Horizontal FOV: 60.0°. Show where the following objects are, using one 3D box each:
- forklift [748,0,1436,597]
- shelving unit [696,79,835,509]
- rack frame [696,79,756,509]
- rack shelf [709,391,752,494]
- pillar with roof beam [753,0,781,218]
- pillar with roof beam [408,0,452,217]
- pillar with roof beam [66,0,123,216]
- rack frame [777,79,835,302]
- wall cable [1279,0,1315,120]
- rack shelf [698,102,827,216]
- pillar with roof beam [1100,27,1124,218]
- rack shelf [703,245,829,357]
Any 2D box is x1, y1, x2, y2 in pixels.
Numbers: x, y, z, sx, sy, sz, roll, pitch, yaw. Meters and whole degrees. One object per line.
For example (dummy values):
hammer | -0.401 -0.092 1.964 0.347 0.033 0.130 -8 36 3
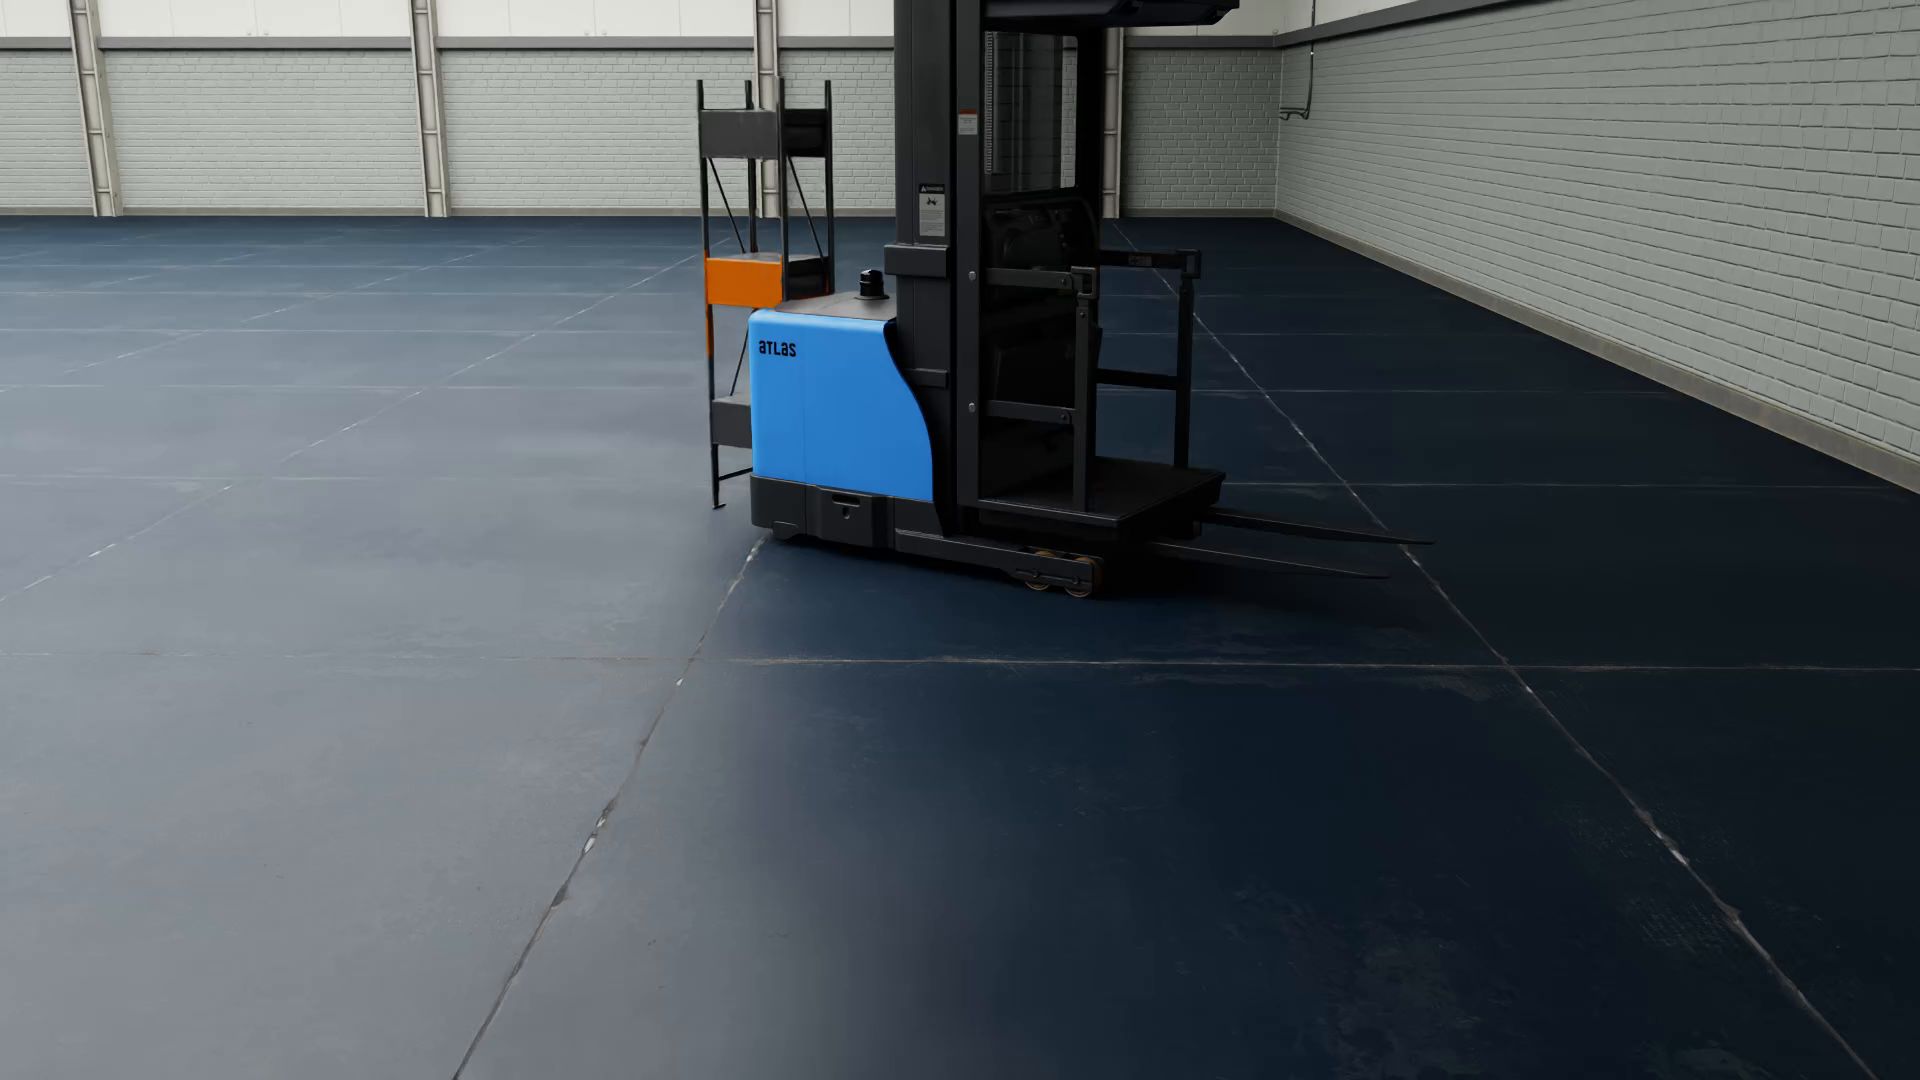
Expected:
forklift | 0.535 -1.332 7.144 3.031 2.935 1.130 9 17 31
shelving unit | -0.938 -1.184 8.211 0.503 2.100 0.431 9 17 31
rack frame | -1.144 -1.217 8.336 0.015 2.100 0.400 9 17 31
rack shelf | -0.938 -0.494 8.393 0.480 0.518 0.431 9 17 31
pillar with roof beam | -3.481 -9.031 24.432 0.400 9.000 9.100 0 15 1
pillar with roof beam | -9.479 -9.070 24.580 0.400 9.000 9.100 0 15 1
pillar with roof beam | -15.477 -9.110 24.728 0.400 9.000 9.100 0 15 1
rack frame | -0.731 -1.151 8.086 0.015 2.100 0.400 9 17 31
wall cable | 5.538 -8.232 27.490 0.112 2.526 3.097 0 15 1
rack shelf | -0.937 -1.848 8.036 0.480 0.518 0.431 9 17 31
pillar with roof beam | 2.517 -8.992 24.283 0.400 9.000 9.100 0 15 1
rack shelf | -0.938 -1.171 8.214 0.480 0.518 0.431 9 17 31
